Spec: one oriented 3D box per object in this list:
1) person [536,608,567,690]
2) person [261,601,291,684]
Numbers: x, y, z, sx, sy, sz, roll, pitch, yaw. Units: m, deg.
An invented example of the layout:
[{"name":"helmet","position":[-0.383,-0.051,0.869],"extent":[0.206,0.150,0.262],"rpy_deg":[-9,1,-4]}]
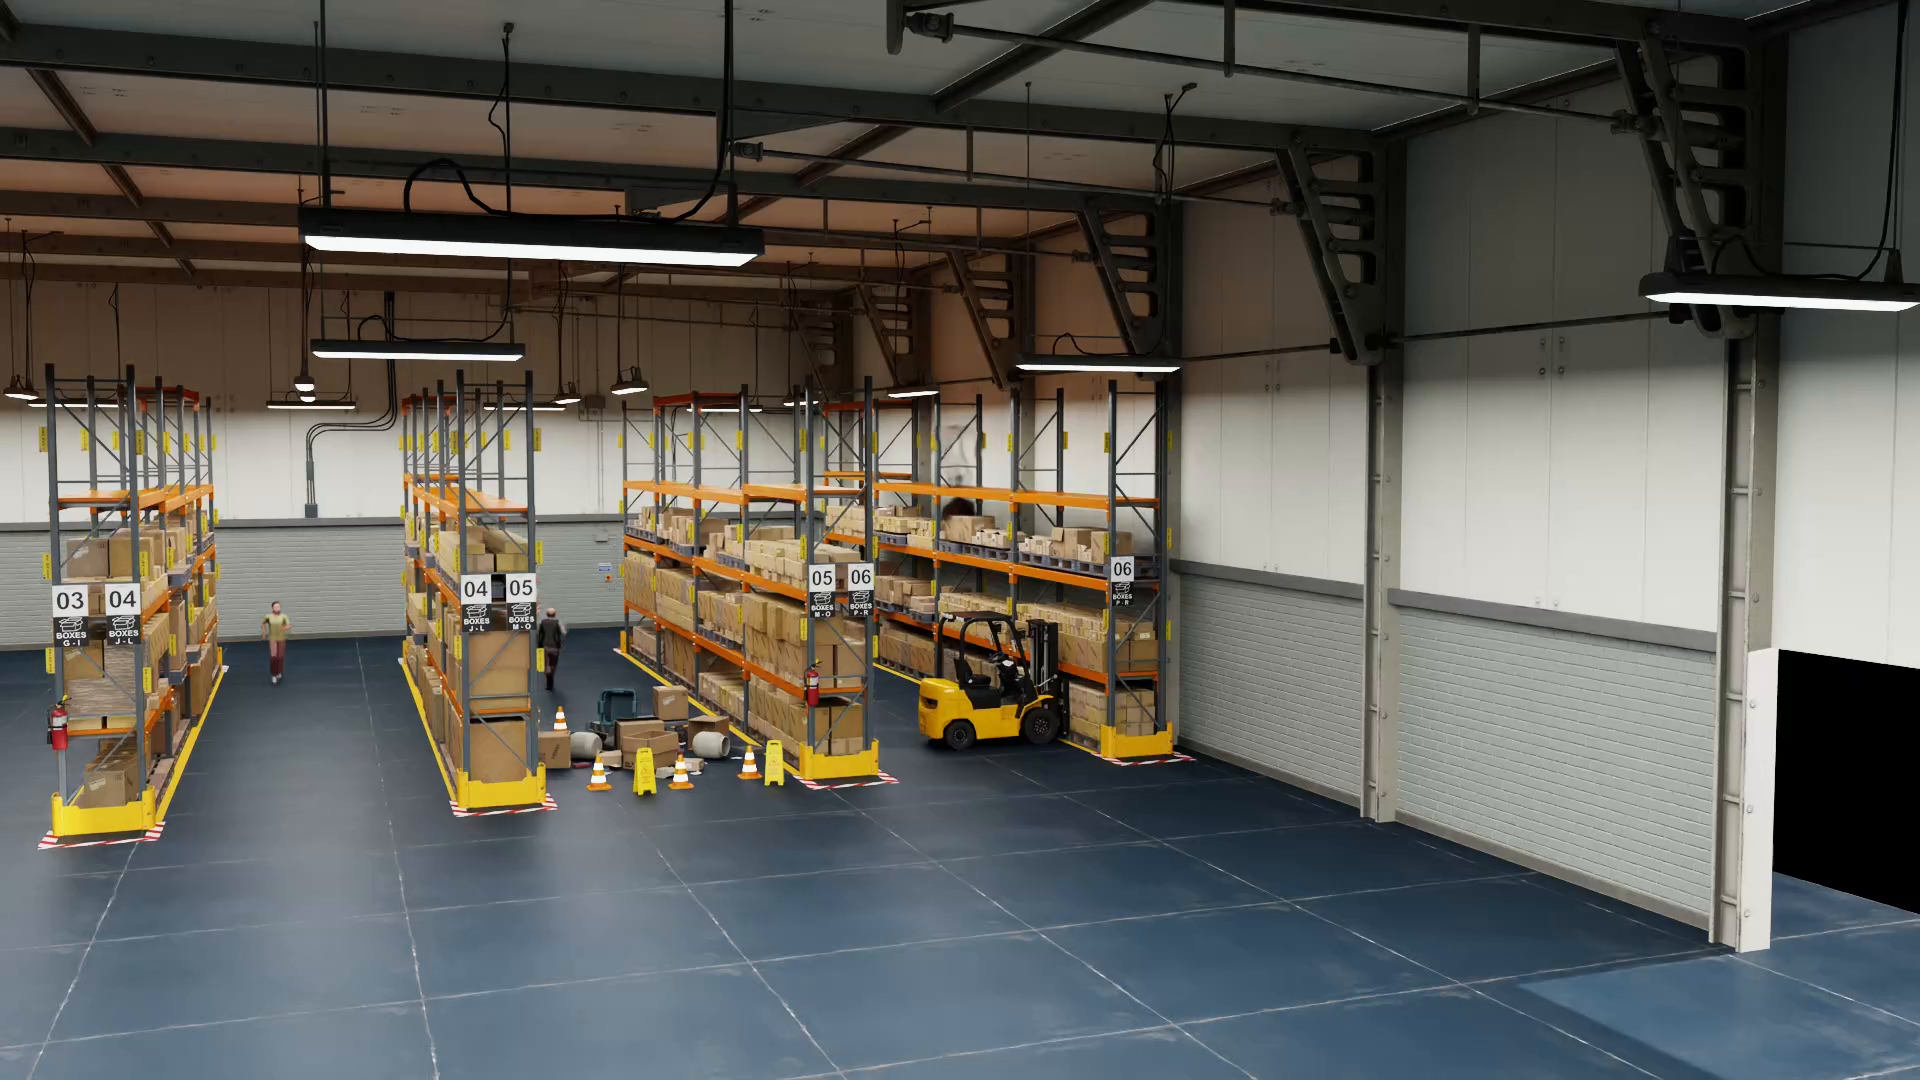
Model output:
[{"name":"person","position":[-8.203,2.233,33.289],"extent":[0.660,1.715,0.992],"rpy_deg":[-1,3,-17]},{"name":"person","position":[-14.284,2.136,34.768],"extent":[0.543,1.717,0.719],"rpy_deg":[-2,4,-30]}]
